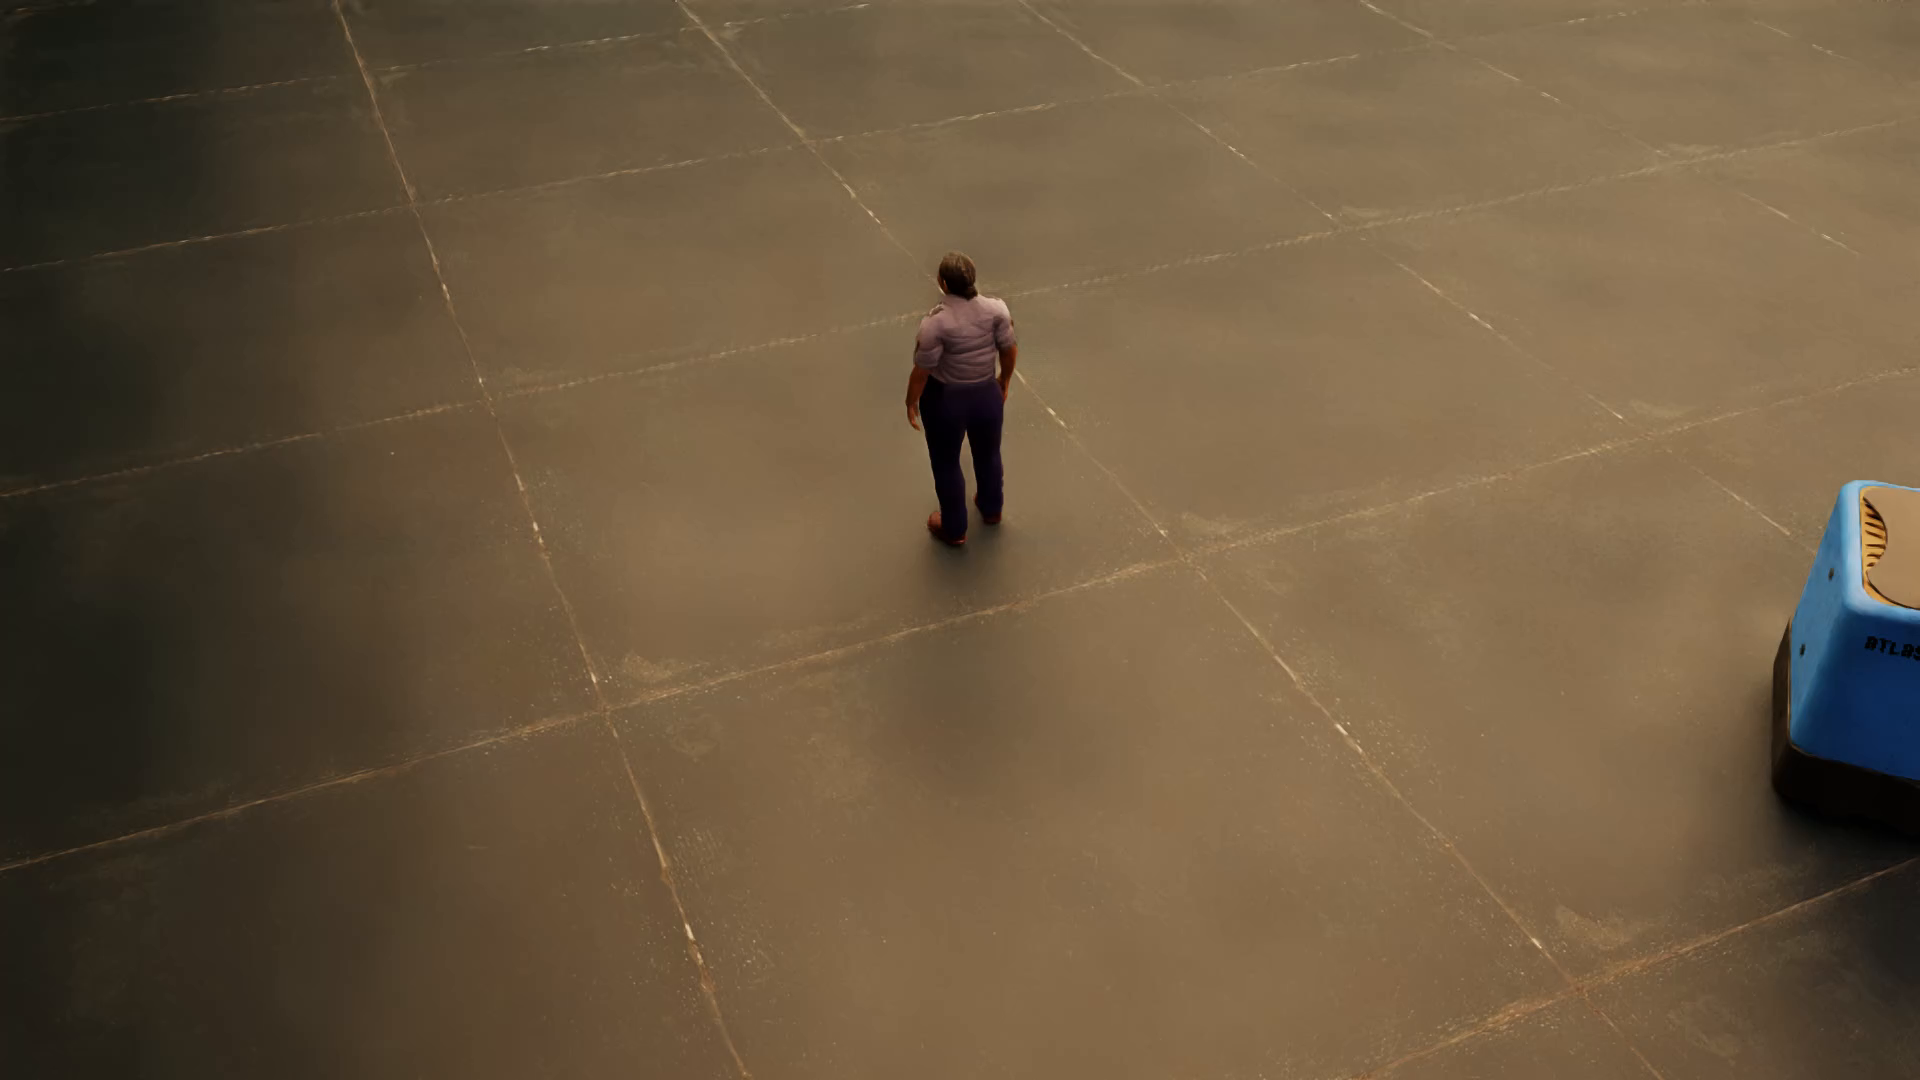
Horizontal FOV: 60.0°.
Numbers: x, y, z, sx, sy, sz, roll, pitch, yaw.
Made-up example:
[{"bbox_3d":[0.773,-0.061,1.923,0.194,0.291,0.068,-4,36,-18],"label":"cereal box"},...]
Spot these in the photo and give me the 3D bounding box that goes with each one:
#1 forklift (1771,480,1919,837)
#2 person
[{"bbox_3d":[5.014,-0.012,6.115,3.031,2.935,1.130,14,38,18],"label":"forklift"},{"bbox_3d":[-0.014,-0.730,8.221,0.599,1.650,0.502,-14,38,-19],"label":"person"}]
